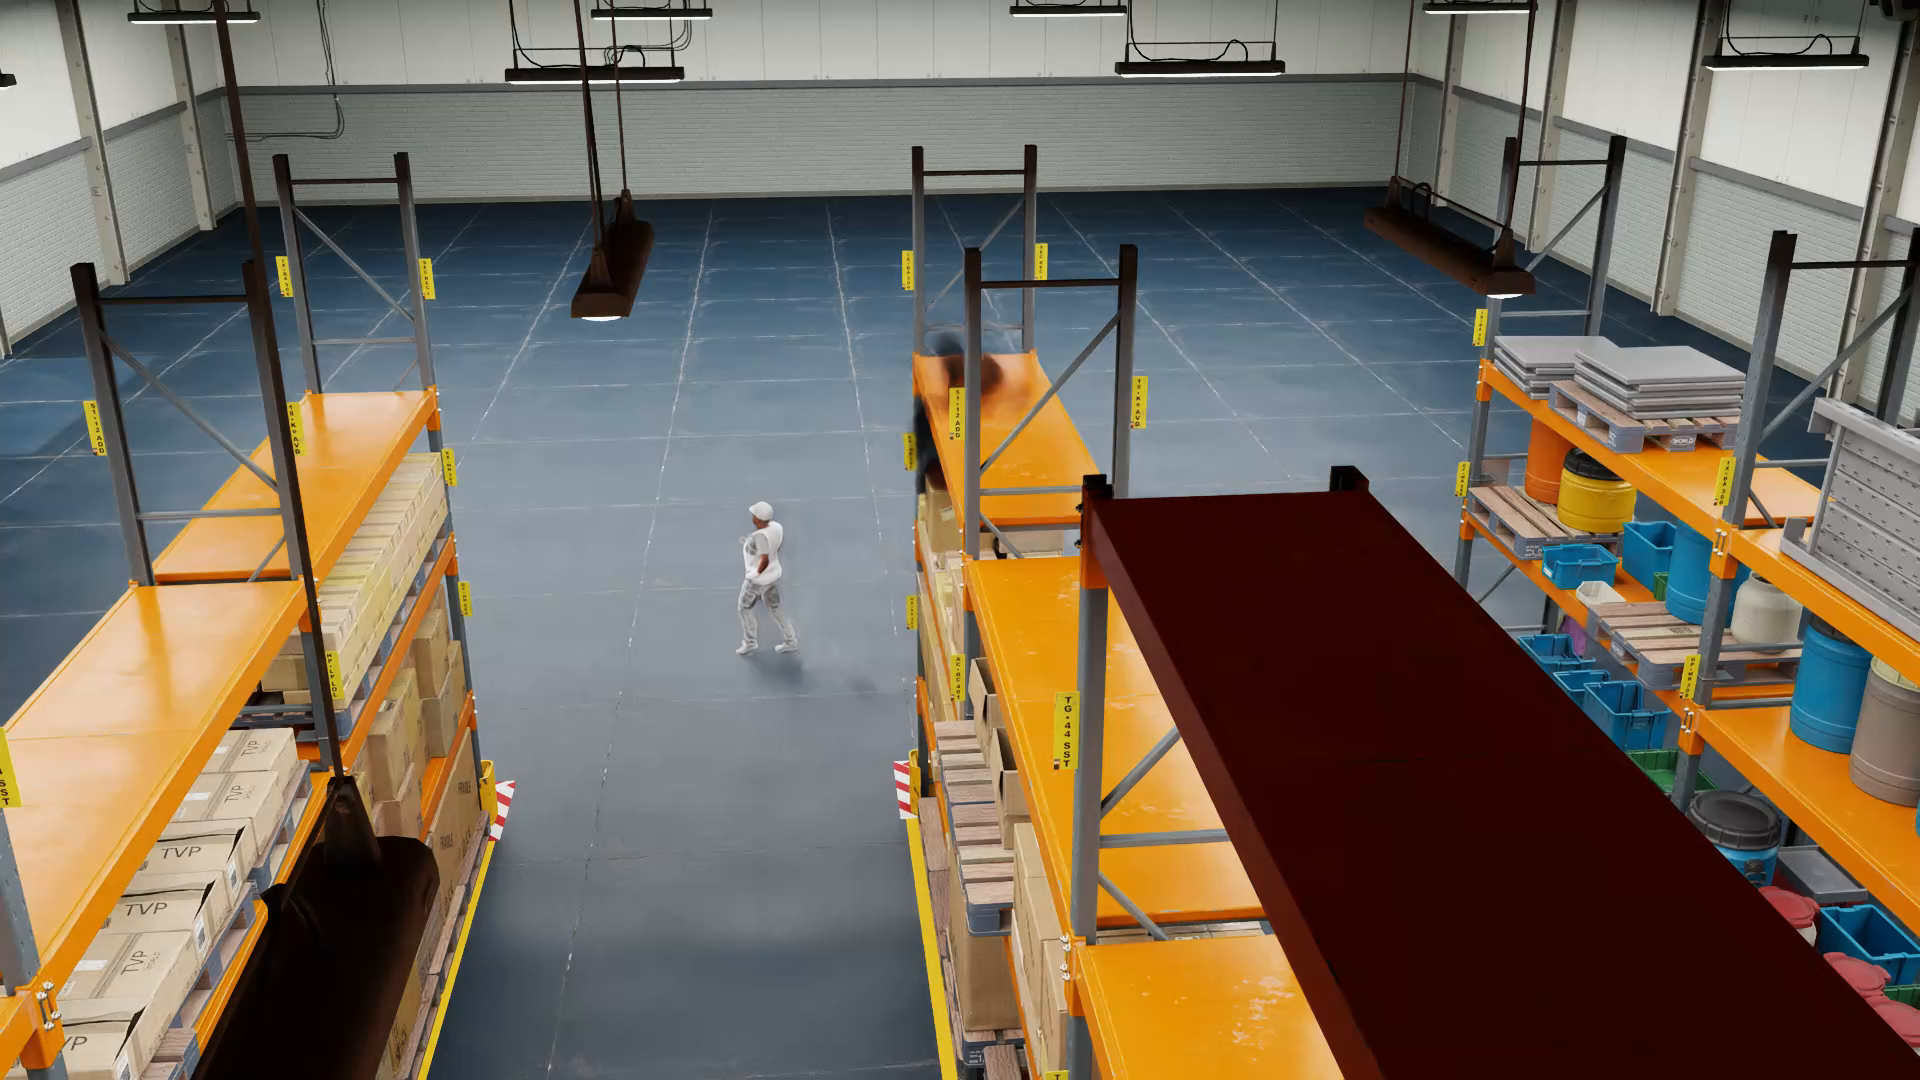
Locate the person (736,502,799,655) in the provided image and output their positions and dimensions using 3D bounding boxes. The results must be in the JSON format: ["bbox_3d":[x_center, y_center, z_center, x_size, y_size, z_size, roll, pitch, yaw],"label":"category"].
[{"bbox_3d":[-2.127,0.447,18.069,0.755,1.836,0.661,12,25,29],"label":"person"}]

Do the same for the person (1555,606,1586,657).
[{"bbox_3d":[6.129,1.126,16.771,0.566,1.552,0.772,-10,24,-23],"label":"person"}]
